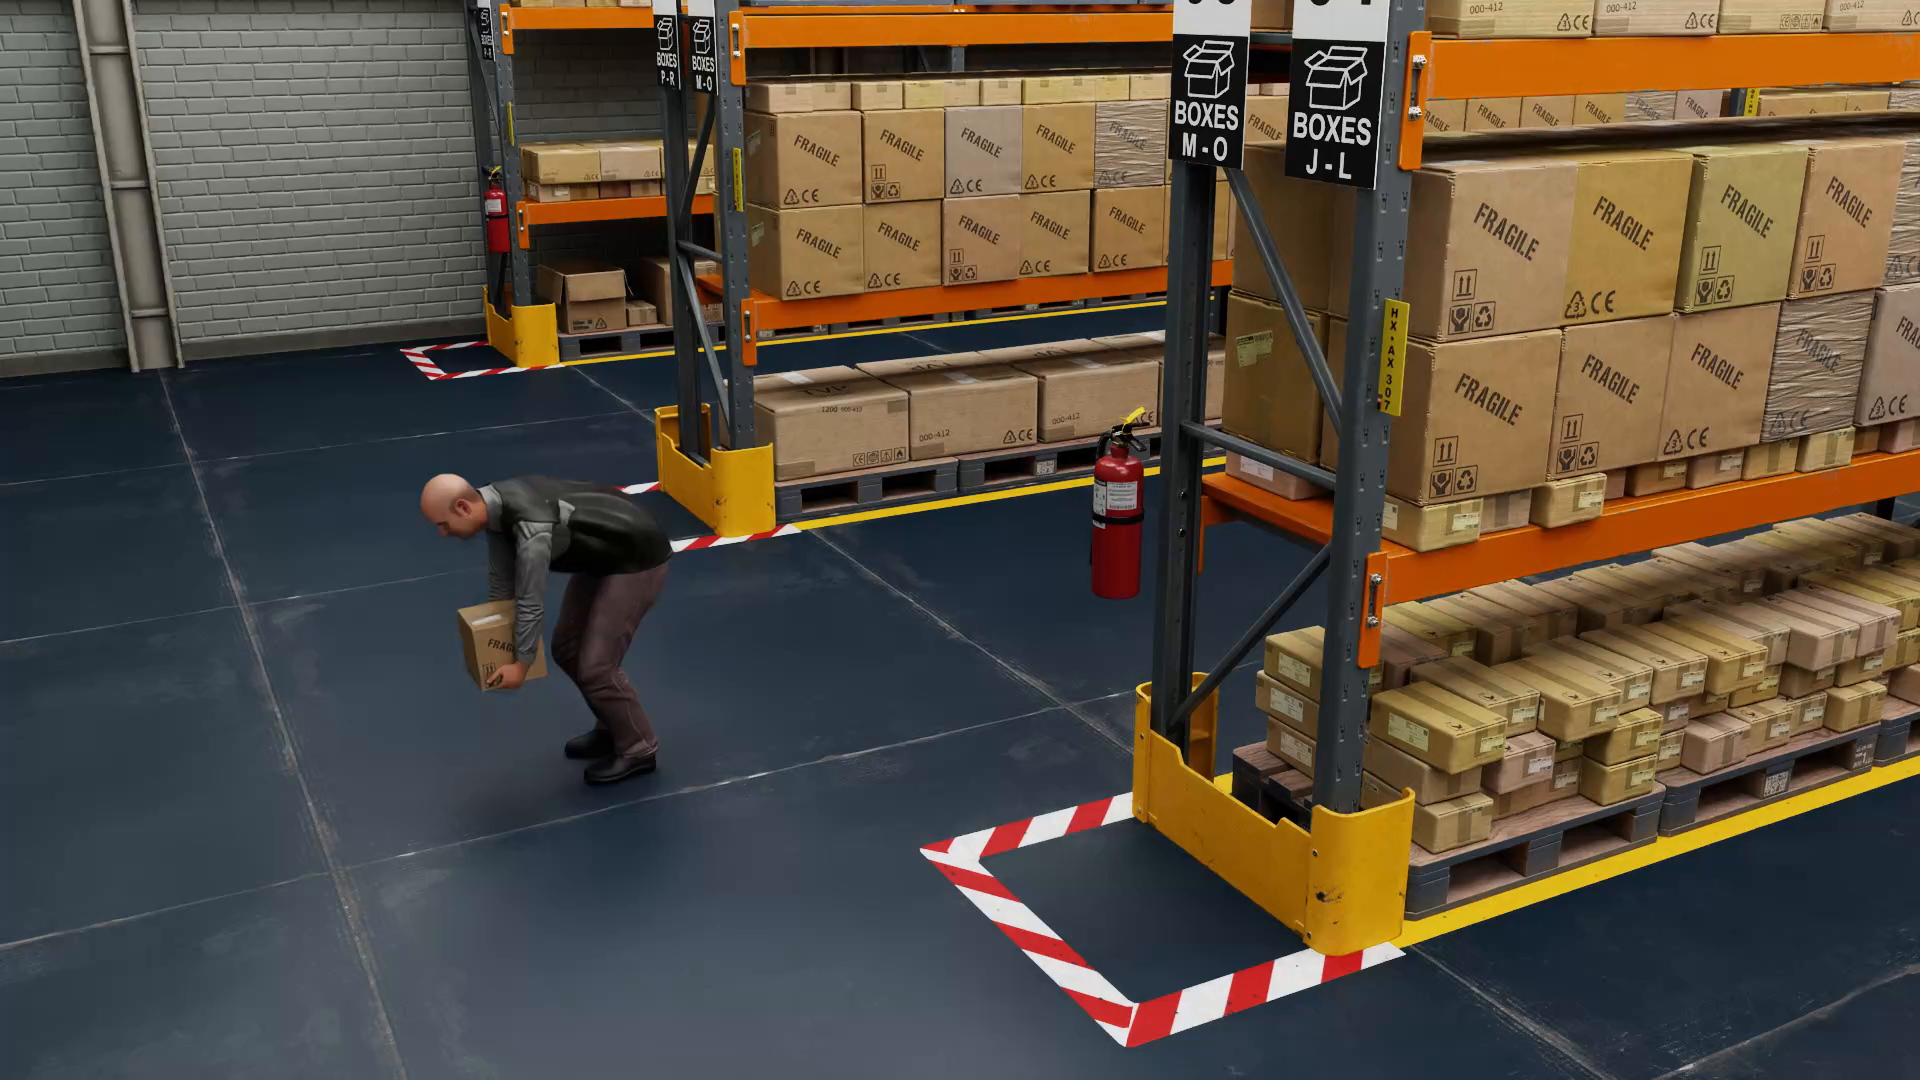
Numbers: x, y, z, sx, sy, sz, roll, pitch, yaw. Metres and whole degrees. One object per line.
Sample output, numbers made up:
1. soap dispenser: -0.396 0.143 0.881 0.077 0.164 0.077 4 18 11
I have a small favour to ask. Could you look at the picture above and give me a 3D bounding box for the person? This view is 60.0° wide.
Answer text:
1. person: -1.552 0.315 6.374 0.909 1.266 0.474 -10 21 -29
